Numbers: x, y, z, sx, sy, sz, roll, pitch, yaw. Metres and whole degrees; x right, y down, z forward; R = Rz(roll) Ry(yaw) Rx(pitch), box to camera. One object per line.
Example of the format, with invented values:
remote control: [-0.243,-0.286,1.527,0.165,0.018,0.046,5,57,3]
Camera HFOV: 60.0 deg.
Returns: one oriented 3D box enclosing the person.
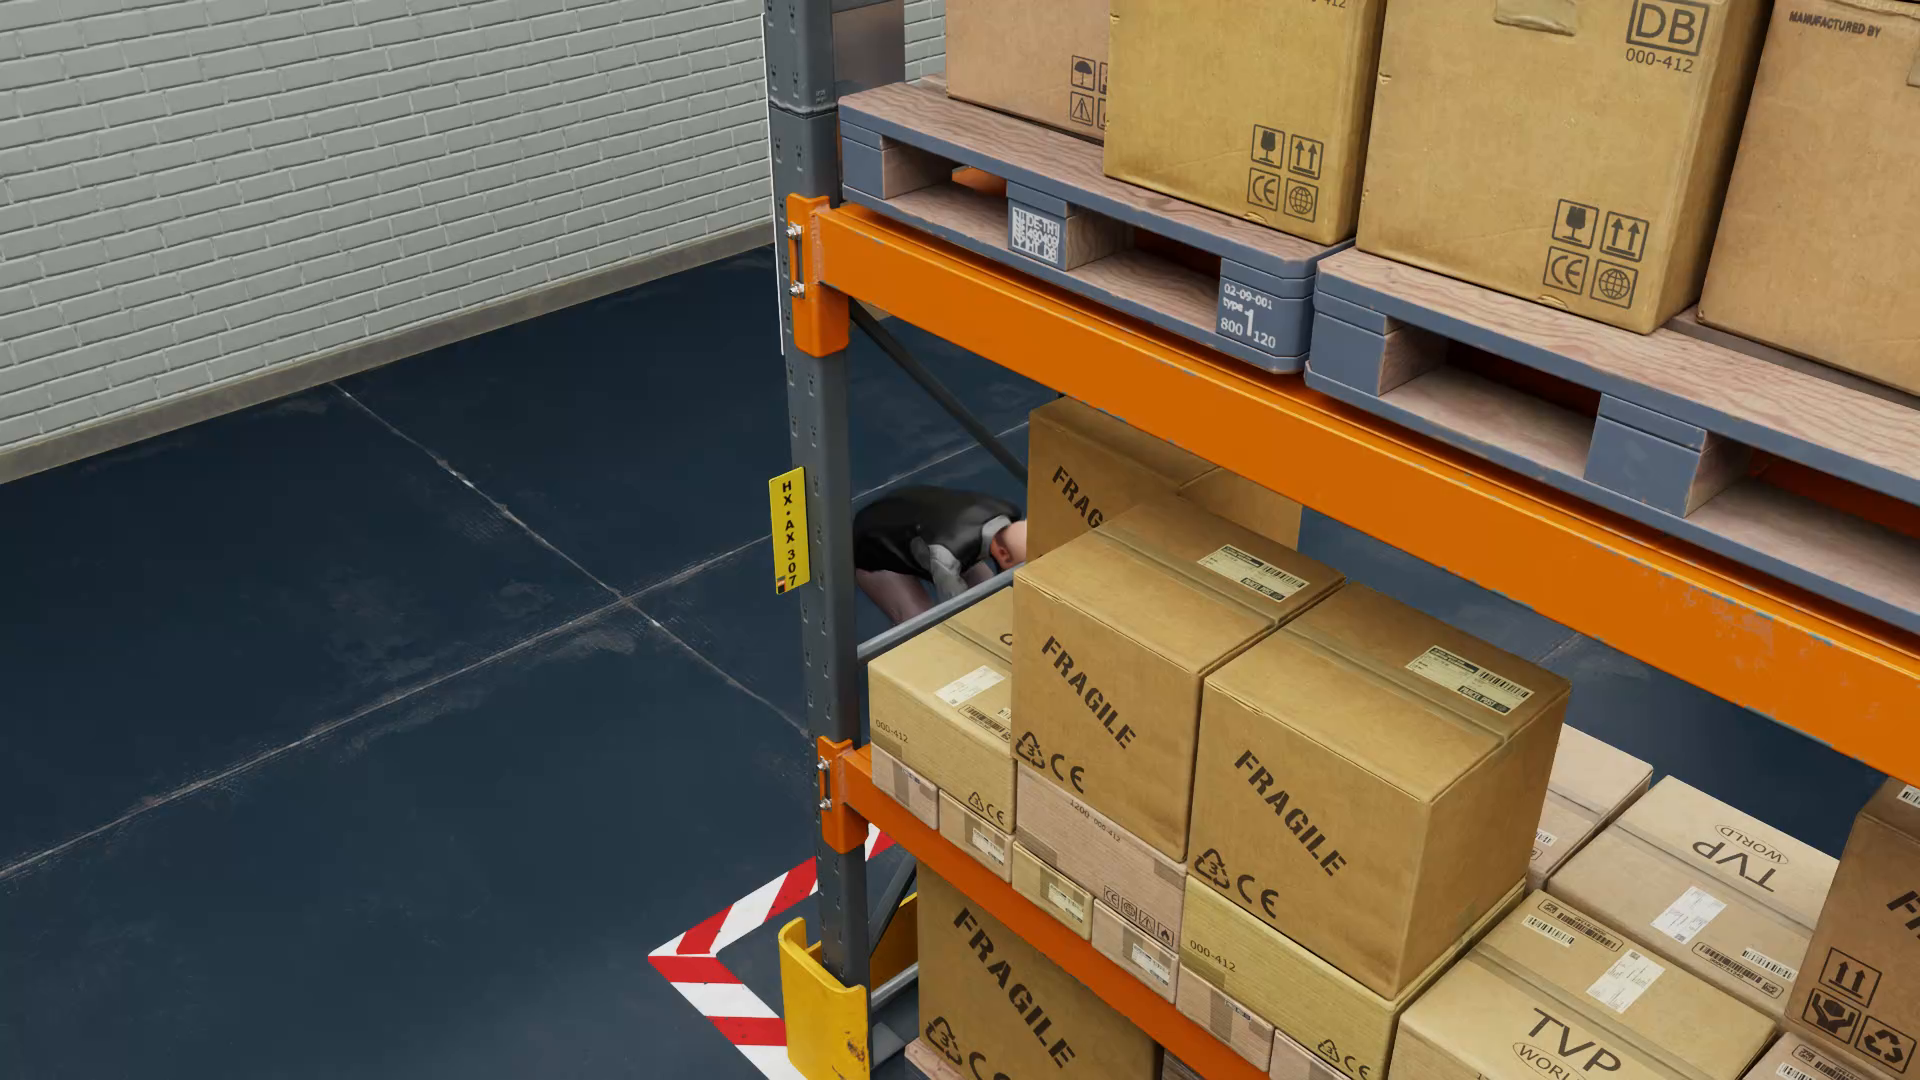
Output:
person: [-0.032,0.220,6.544,0.518,0.950,0.917,-27,41,-37]
